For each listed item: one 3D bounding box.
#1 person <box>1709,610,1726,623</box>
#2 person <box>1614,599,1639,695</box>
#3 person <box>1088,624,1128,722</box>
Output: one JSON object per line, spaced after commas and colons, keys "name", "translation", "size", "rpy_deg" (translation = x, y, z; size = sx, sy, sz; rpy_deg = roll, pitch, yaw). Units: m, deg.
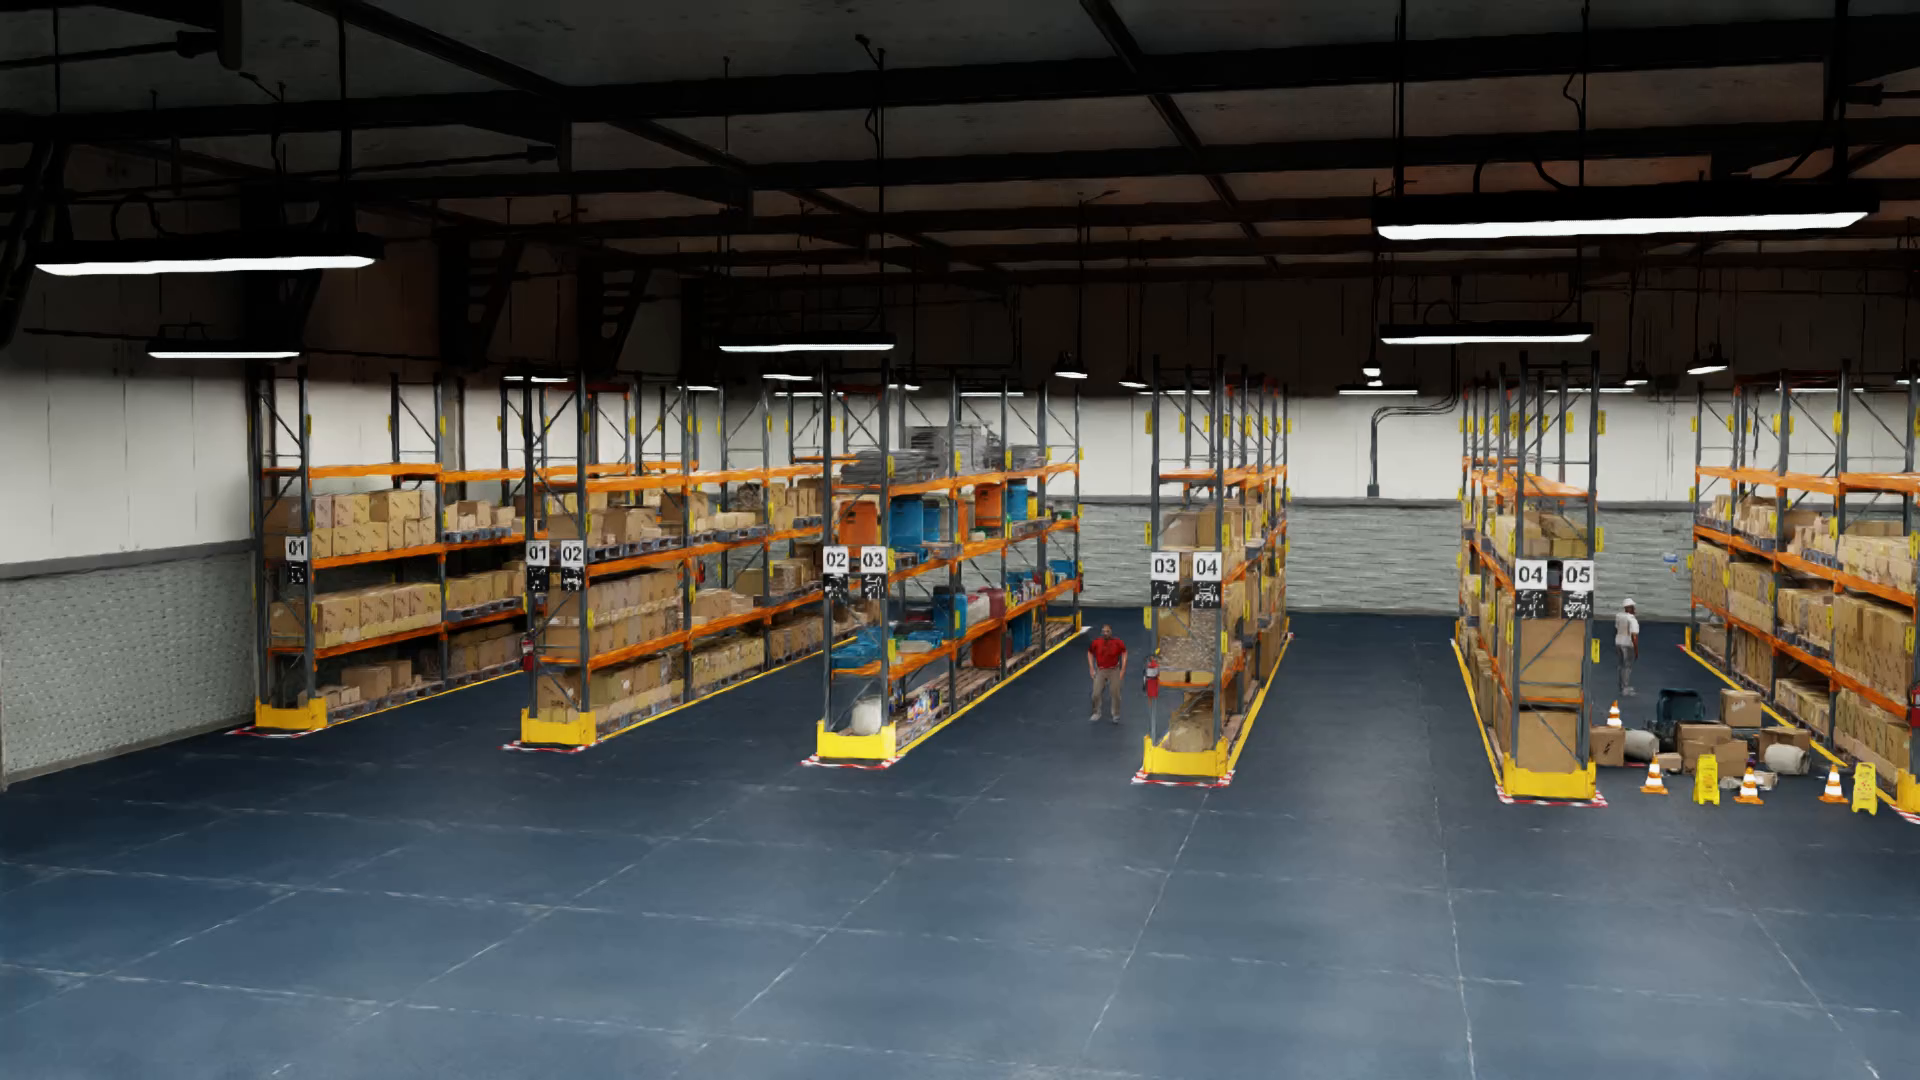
{"name": "person", "translation": [17.577, 1.475, 38.424], "size": [0.618, 1.784, 0.567], "rpy_deg": [-1, 4, -19]}
{"name": "person", "translation": [12.441, 1.972, 30.916], "size": [0.464, 1.763, 0.645], "rpy_deg": [-1, 4, -10]}
{"name": "person", "translation": [2.487, 2.234, 28.079], "size": [0.682, 1.676, 0.535], "rpy_deg": [1, 4, 13]}
